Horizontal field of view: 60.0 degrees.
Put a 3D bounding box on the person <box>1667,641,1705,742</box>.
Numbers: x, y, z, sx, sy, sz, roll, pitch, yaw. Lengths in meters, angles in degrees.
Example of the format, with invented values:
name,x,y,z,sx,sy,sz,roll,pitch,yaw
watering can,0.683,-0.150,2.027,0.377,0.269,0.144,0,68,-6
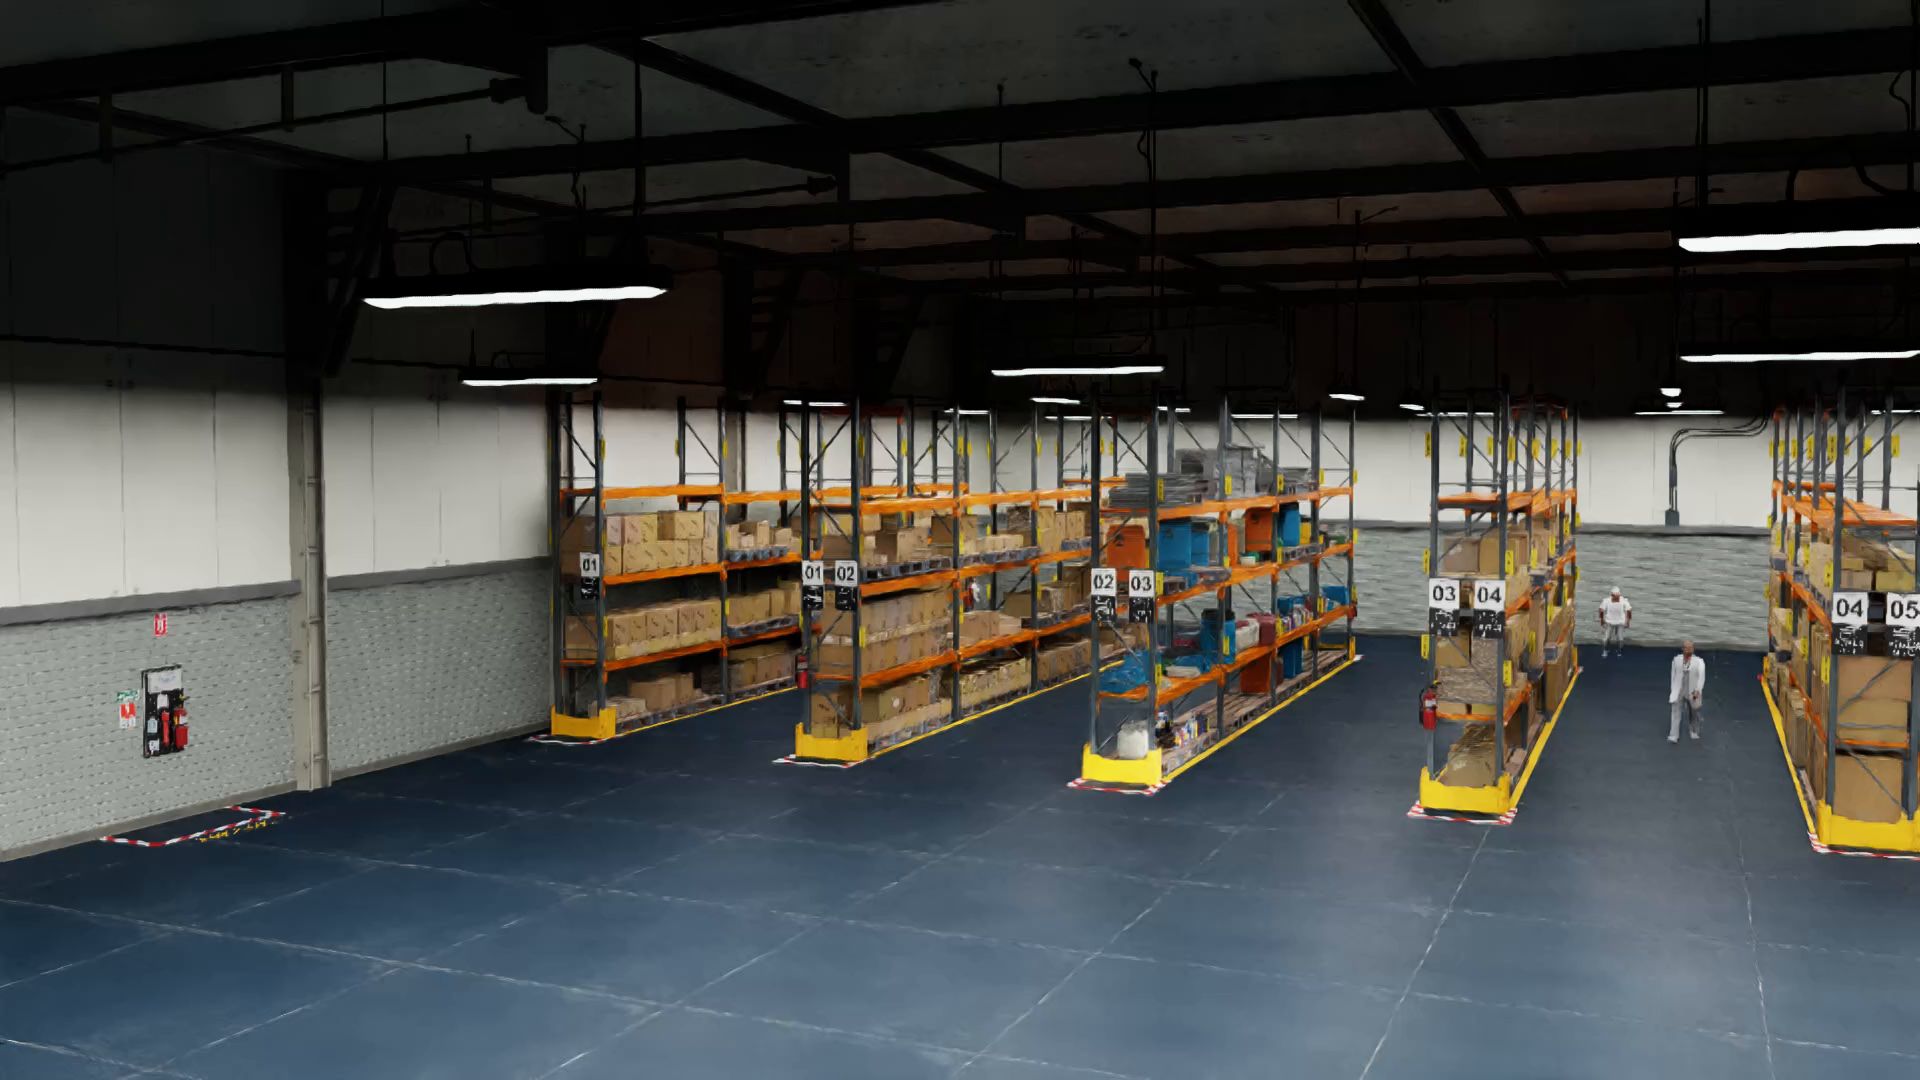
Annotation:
name,x,y,z,sx,sy,sz,roll,pitch,yaw
person,12.350,2.568,28.237,0.573,1.716,1.102,2,4,32

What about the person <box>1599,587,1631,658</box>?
name,x,y,z,sx,sy,sz,roll,pitch,yaw
person,15.615,1.964,39.657,0.718,1.714,0.578,1,3,21

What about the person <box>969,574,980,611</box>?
name,x,y,z,sx,sy,sz,roll,pitch,yaw
person,0.225,1.680,45.025,0.628,1.655,0.459,-3,4,-39
